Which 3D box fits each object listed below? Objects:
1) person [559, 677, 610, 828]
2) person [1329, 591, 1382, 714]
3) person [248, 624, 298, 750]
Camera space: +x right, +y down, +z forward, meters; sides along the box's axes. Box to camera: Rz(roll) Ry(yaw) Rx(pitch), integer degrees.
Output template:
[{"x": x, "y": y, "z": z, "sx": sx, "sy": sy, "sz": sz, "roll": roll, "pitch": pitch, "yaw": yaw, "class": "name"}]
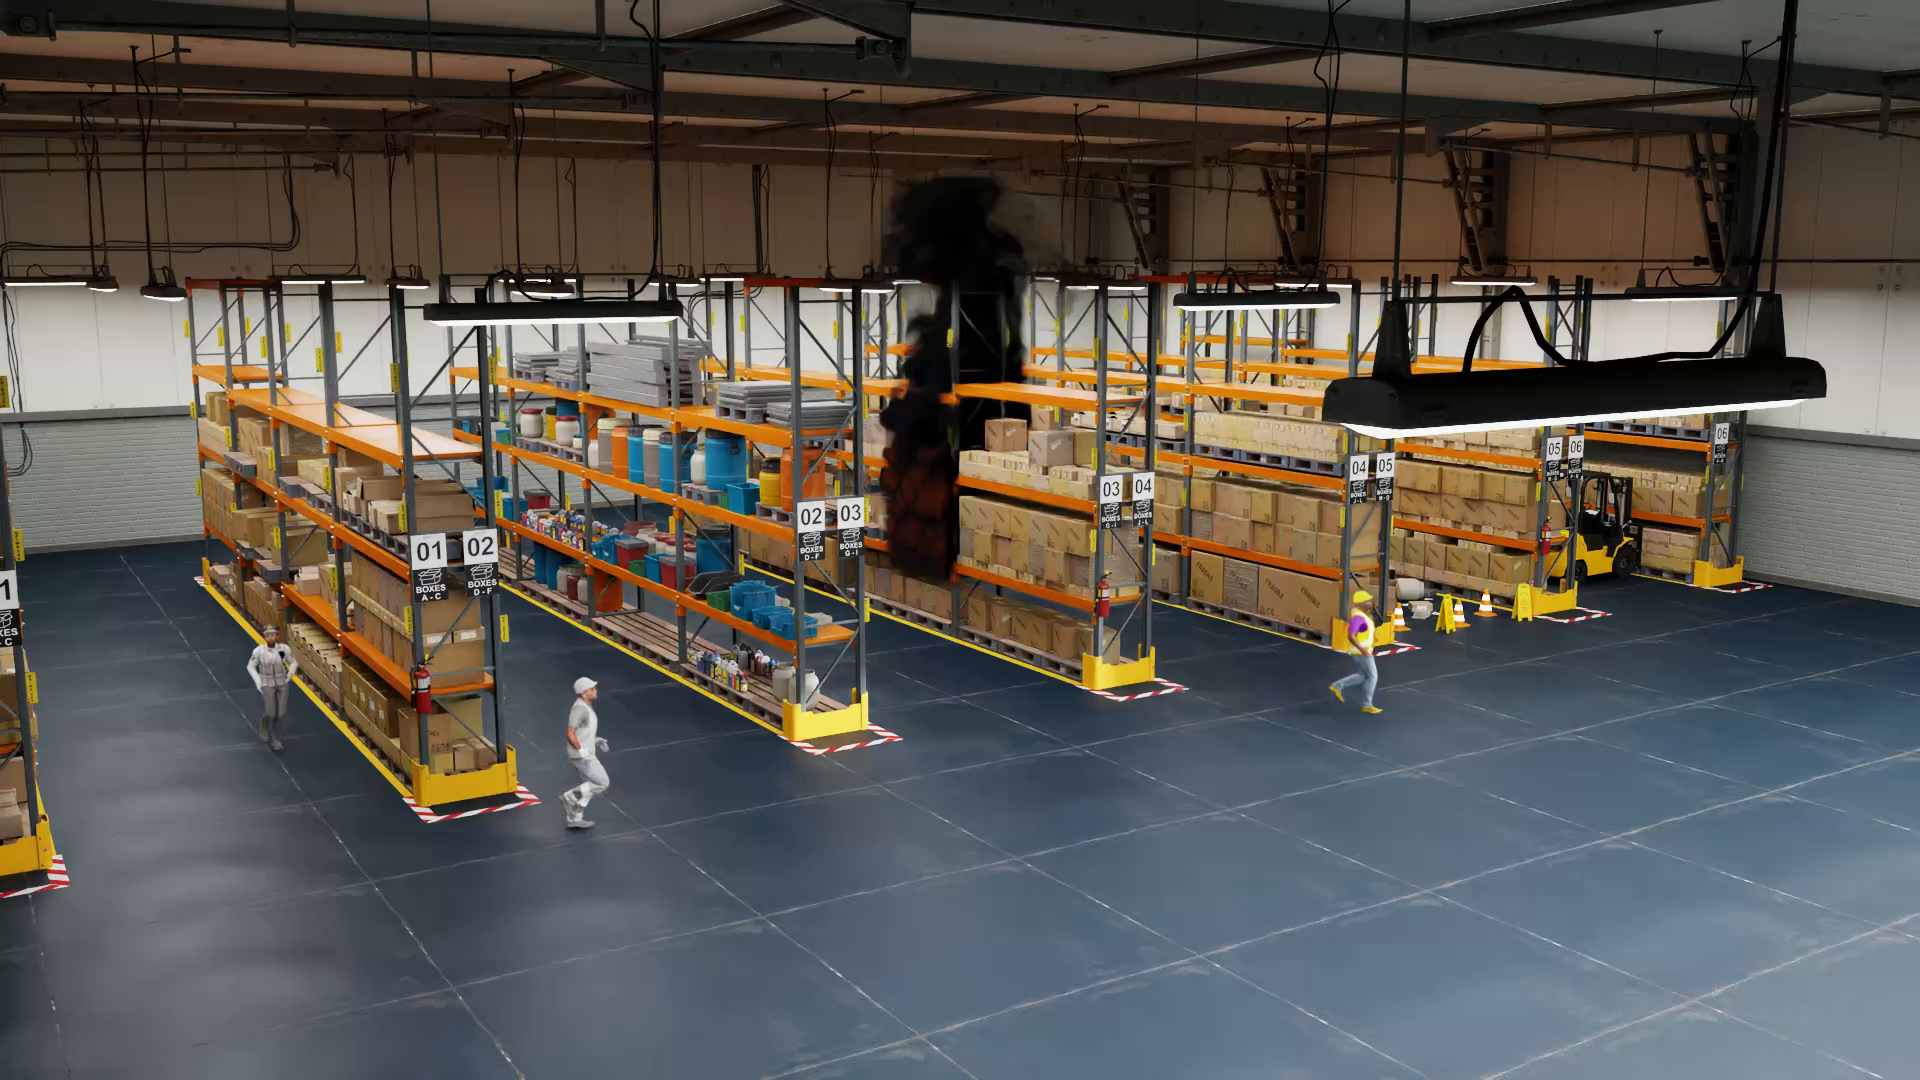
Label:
[{"x": -4.235, "y": 2.386, "z": 18.691, "sx": 0.566, "sy": 1.713, "sz": 0.623, "roll": -2, "pitch": 10, "yaw": -12, "class": "person"}, {"x": 5.634, "y": 1.573, "z": 23.477, "sx": 0.709, "sy": 1.754, "sz": 0.692, "roll": 2, "pitch": 10, "yaw": 9, "class": "person"}, {"x": -8.940, "y": 1.908, "z": 21.715, "sx": 0.605, "sy": 1.669, "sz": 0.569, "roll": -5, "pitch": 11, "yaw": -29, "class": "person"}]
